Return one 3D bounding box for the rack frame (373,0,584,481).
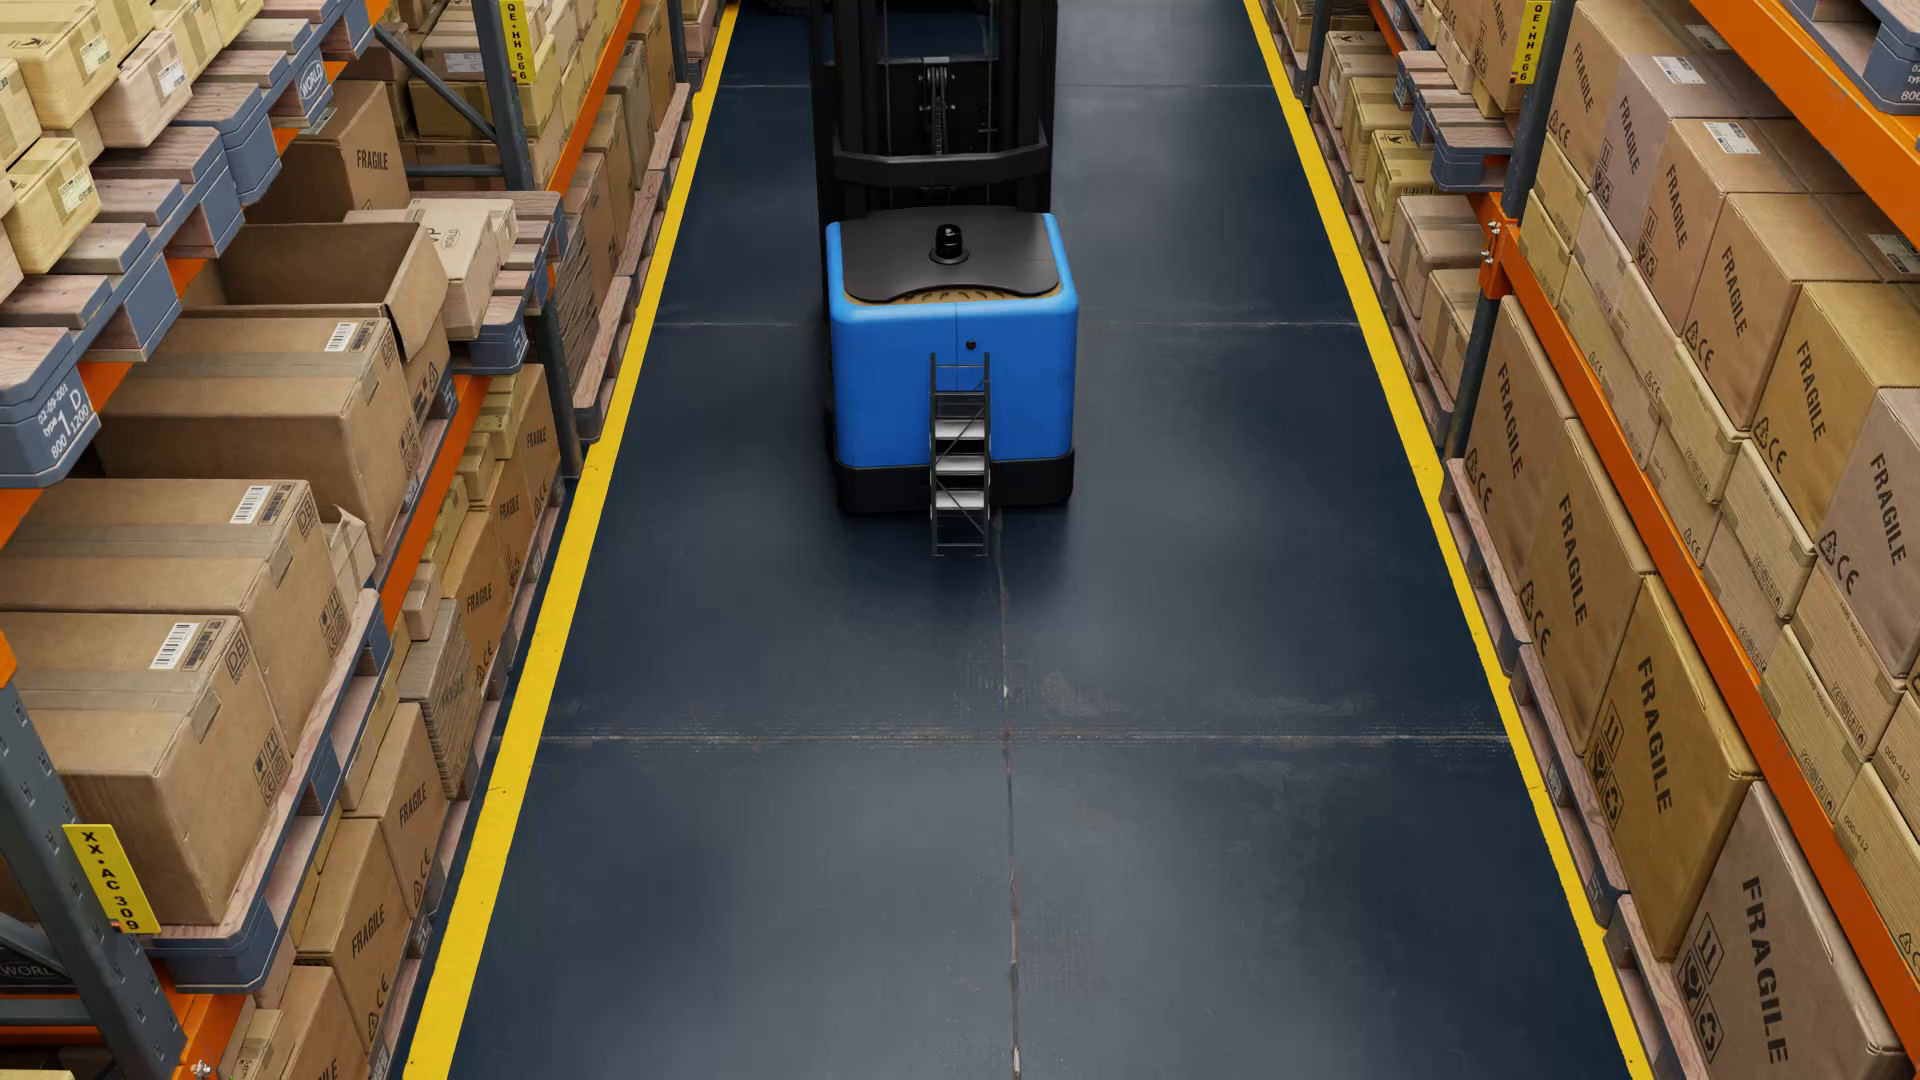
[{"bbox_3d":[-2.238,-1.480,6.698,1.000,3.000,0.127,0,39,0],"label":"rack frame"}]

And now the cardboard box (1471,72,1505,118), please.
[{"bbox_3d":[2.418,-1.924,7.118,0.380,0.149,0.250,1,39,1],"label":"cardboard box"}]

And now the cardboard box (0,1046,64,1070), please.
[{"bbox_3d":[-2.522,1.350,4.312,0.380,0.149,0.250,-1,39,-2],"label":"cardboard box"}]

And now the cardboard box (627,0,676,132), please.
[{"bbox_3d":[-2.230,-2.893,10.024,0.875,0.625,0.625,2,39,2],"label":"cardboard box"}]

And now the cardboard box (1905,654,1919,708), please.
[{"bbox_3d":[2.479,0.307,3.589,0.500,0.500,0.500,1,39,1],"label":"cardboard box"}]

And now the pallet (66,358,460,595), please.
[{"bbox_3d":[-2.231,-0.189,5.241,1.003,0.211,1.213,0,39,0],"label":"pallet"}]

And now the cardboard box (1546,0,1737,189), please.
[{"bbox_3d":[2.482,-1.607,5.977,0.500,0.500,0.500,-1,39,-2],"label":"cardboard box"}]

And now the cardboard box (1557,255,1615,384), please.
[{"bbox_3d":[2.493,-0.800,5.970,0.500,0.250,0.500,-1,39,-1],"label":"cardboard box"}]

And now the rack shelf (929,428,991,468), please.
[{"bbox_3d":[0.000,-0.390,6.927,0.258,0.077,0.200,0,39,0],"label":"rack shelf"}]

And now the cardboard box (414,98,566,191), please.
[{"bbox_3d":[-1.994,-1.699,7.092,0.500,0.250,0.500,0,39,0],"label":"cardboard box"}]

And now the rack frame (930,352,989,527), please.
[{"bbox_3d":[0.000,-0.410,7.042,0.240,0.900,0.006,0,39,0],"label":"rack frame"}]

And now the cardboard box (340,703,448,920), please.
[{"bbox_3d":[-2.015,0.885,5.410,0.500,0.500,0.500,-1,39,-1],"label":"cardboard box"}]

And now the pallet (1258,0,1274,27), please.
[{"bbox_3d":[2.681,-4.084,12.178,1.003,0.211,1.213,0,39,0],"label":"pallet"}]

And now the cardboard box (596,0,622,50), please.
[{"bbox_3d":[-1.996,-2.660,8.291,0.500,0.250,0.500,1,39,1],"label":"cardboard box"}]

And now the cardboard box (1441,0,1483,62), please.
[{"bbox_3d":[2.436,-2.412,7.208,0.500,0.500,0.500,-1,39,-1],"label":"cardboard box"}]

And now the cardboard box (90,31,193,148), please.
[{"bbox_3d":[-1.814,-0.920,3.386,0.380,0.149,0.250,0,39,1],"label":"cardboard box"}]

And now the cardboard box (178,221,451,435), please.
[{"bbox_3d":[-2.051,-0.664,5.261,0.797,0.503,0.637,-1,39,-1],"label":"cardboard box"}]

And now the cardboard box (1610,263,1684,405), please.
[{"bbox_3d":[2.467,-0.671,5.409,0.500,0.250,0.500,0,39,0],"label":"cardboard box"}]

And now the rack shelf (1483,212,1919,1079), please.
[{"bbox_3d":[2.728,0.045,5.370,1.077,0.370,4.000,0,39,0],"label":"rack shelf"}]

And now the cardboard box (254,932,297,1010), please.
[{"bbox_3d":[-2.045,1.182,4.521,0.380,0.149,0.250,-1,39,-1],"label":"cardboard box"}]

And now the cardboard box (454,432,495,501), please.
[{"bbox_3d":[-1.996,-0.278,6.342,0.380,0.149,0.250,-1,39,-2],"label":"cardboard box"}]

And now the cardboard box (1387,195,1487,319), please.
[{"bbox_3d":[2.727,-1.439,8.413,0.950,0.372,0.625,-1,39,-1],"label":"cardboard box"}]

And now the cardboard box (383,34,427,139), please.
[{"bbox_3d":[-2.516,-1.897,6.939,0.500,0.250,0.500,1,39,1],"label":"cardboard box"}]

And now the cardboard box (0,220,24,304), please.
[{"bbox_3d":[-1.836,-0.441,2.789,0.380,0.149,0.250,1,39,1],"label":"cardboard box"}]

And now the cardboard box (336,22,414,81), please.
[{"bbox_3d":[-2.440,-1.976,6.718,0.380,0.149,0.250,1,39,1],"label":"cardboard box"}]

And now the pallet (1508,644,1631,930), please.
[{"bbox_3d":[2.650,0.856,6.013,1.003,0.211,1.213,0,39,0],"label":"pallet"}]

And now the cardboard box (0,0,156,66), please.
[{"bbox_3d":[-1.851,-1.044,3.302,0.380,0.149,0.250,-1,39,-1],"label":"cardboard box"}]

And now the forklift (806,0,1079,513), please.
[{"bbox_3d":[-0.143,-2.170,7.614,1.130,2.935,3.031,-3,39,-4],"label":"forklift"}]

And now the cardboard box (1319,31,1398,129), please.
[{"bbox_3d":[2.725,-2.798,10.108,0.950,0.372,0.625,0,39,1],"label":"cardboard box"}]

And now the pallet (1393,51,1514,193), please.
[{"bbox_3d":[2.619,-1.857,7.322,1.213,0.211,1.003,0,39,0],"label":"pallet"}]

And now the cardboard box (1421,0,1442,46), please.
[{"bbox_3d":[2.366,-2.412,7.726,0.380,0.149,0.250,1,39,1],"label":"cardboard box"}]

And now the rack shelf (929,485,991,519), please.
[{"bbox_3d":[0.000,-0.180,7.096,0.258,0.077,0.200,0,39,0],"label":"rack shelf"}]

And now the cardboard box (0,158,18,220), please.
[{"bbox_3d":[-1.795,-0.557,2.696,0.380,0.149,0.250,1,39,1],"label":"cardboard box"}]

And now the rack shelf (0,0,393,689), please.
[{"bbox_3d":[-2.235,-1.119,4.425,1.077,0.370,4.000,0,39,0],"label":"rack shelf"}]

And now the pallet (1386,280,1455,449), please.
[{"bbox_3d":[2.727,-0.887,8.188,1.003,0.211,1.213,0,39,0],"label":"pallet"}]

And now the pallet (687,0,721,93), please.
[{"bbox_3d":[-2.201,-3.391,11.312,1.003,0.211,1.213,0,39,0],"label":"pallet"}]

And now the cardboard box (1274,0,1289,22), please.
[{"bbox_3d":[2.441,-3.781,11.432,0.500,0.250,0.500,-1,39,-1],"label":"cardboard box"}]

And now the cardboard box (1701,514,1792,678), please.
[{"bbox_3d":[2.497,0.159,4.772,0.500,0.250,0.500,-1,39,-1],"label":"cardboard box"}]

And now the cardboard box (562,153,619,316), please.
[{"bbox_3d":[-2.233,-1.516,8.306,0.875,0.625,0.625,1,39,1],"label":"cardboard box"}]

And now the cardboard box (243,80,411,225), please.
[{"bbox_3d":[-2.393,-1.361,6.134,0.500,0.500,0.500,2,39,2],"label":"cardboard box"}]

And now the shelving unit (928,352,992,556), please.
[{"bbox_3d":[0.000,-0.346,6.962,0.258,0.900,0.210,0,39,0],"label":"shelving unit"}]

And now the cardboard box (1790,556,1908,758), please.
[{"bbox_3d":[2.479,0.291,4.209,0.500,0.250,0.500,1,39,1],"label":"cardboard box"}]

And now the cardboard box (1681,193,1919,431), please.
[{"bbox_3d":[2.475,-0.657,4.792,0.500,0.500,0.500,1,39,1],"label":"cardboard box"}]

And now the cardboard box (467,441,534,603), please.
[{"bbox_3d":[-2.032,-0.091,6.629,0.500,0.500,0.500,-1,39,-1],"label":"cardboard box"}]

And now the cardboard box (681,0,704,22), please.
[{"bbox_3d":[-1.934,-3.570,10.770,0.500,0.250,0.500,0,39,0],"label":"cardboard box"}]

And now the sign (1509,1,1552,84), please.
[{"bbox_3d":[2.184,-1.901,6.361,0.100,0.325,0.005,0,39,0],"label":"sign"}]

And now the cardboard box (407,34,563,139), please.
[{"bbox_3d":[-1.969,-1.895,6.936,0.500,0.250,0.500,0,39,0],"label":"cardboard box"}]

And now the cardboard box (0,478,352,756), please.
[{"bbox_3d":[-2.010,0.192,4.196,0.700,0.500,0.500,0,39,0],"label":"cardboard box"}]

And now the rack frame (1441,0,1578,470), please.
[{"bbox_3d":[2.726,-1.486,6.706,1.000,3.000,0.127,0,39,0],"label":"rack frame"}]

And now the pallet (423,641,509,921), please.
[{"bbox_3d":[-2.276,0.836,6.038,1.003,0.211,1.213,0,39,0],"label":"pallet"}]

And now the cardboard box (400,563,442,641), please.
[{"bbox_3d":[-2.010,0.216,5.726,0.380,0.149,0.250,-2,39,-2],"label":"cardboard box"}]

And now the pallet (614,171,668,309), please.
[{"bbox_3d":[-2.198,-1.668,9.163,1.003,0.211,1.213,0,39,0],"label":"pallet"}]

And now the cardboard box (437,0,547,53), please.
[{"bbox_3d":[-1.945,-2.139,6.922,0.380,0.149,0.250,1,39,1],"label":"cardboard box"}]

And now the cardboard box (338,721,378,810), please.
[{"bbox_3d":[-2.033,0.694,5.130,0.380,0.149,0.250,0,39,0],"label":"cardboard box"}]

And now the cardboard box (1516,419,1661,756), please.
[{"bbox_3d":[2.641,0.169,6.004,0.875,0.875,0.875,0,39,1],"label":"cardboard box"}]
